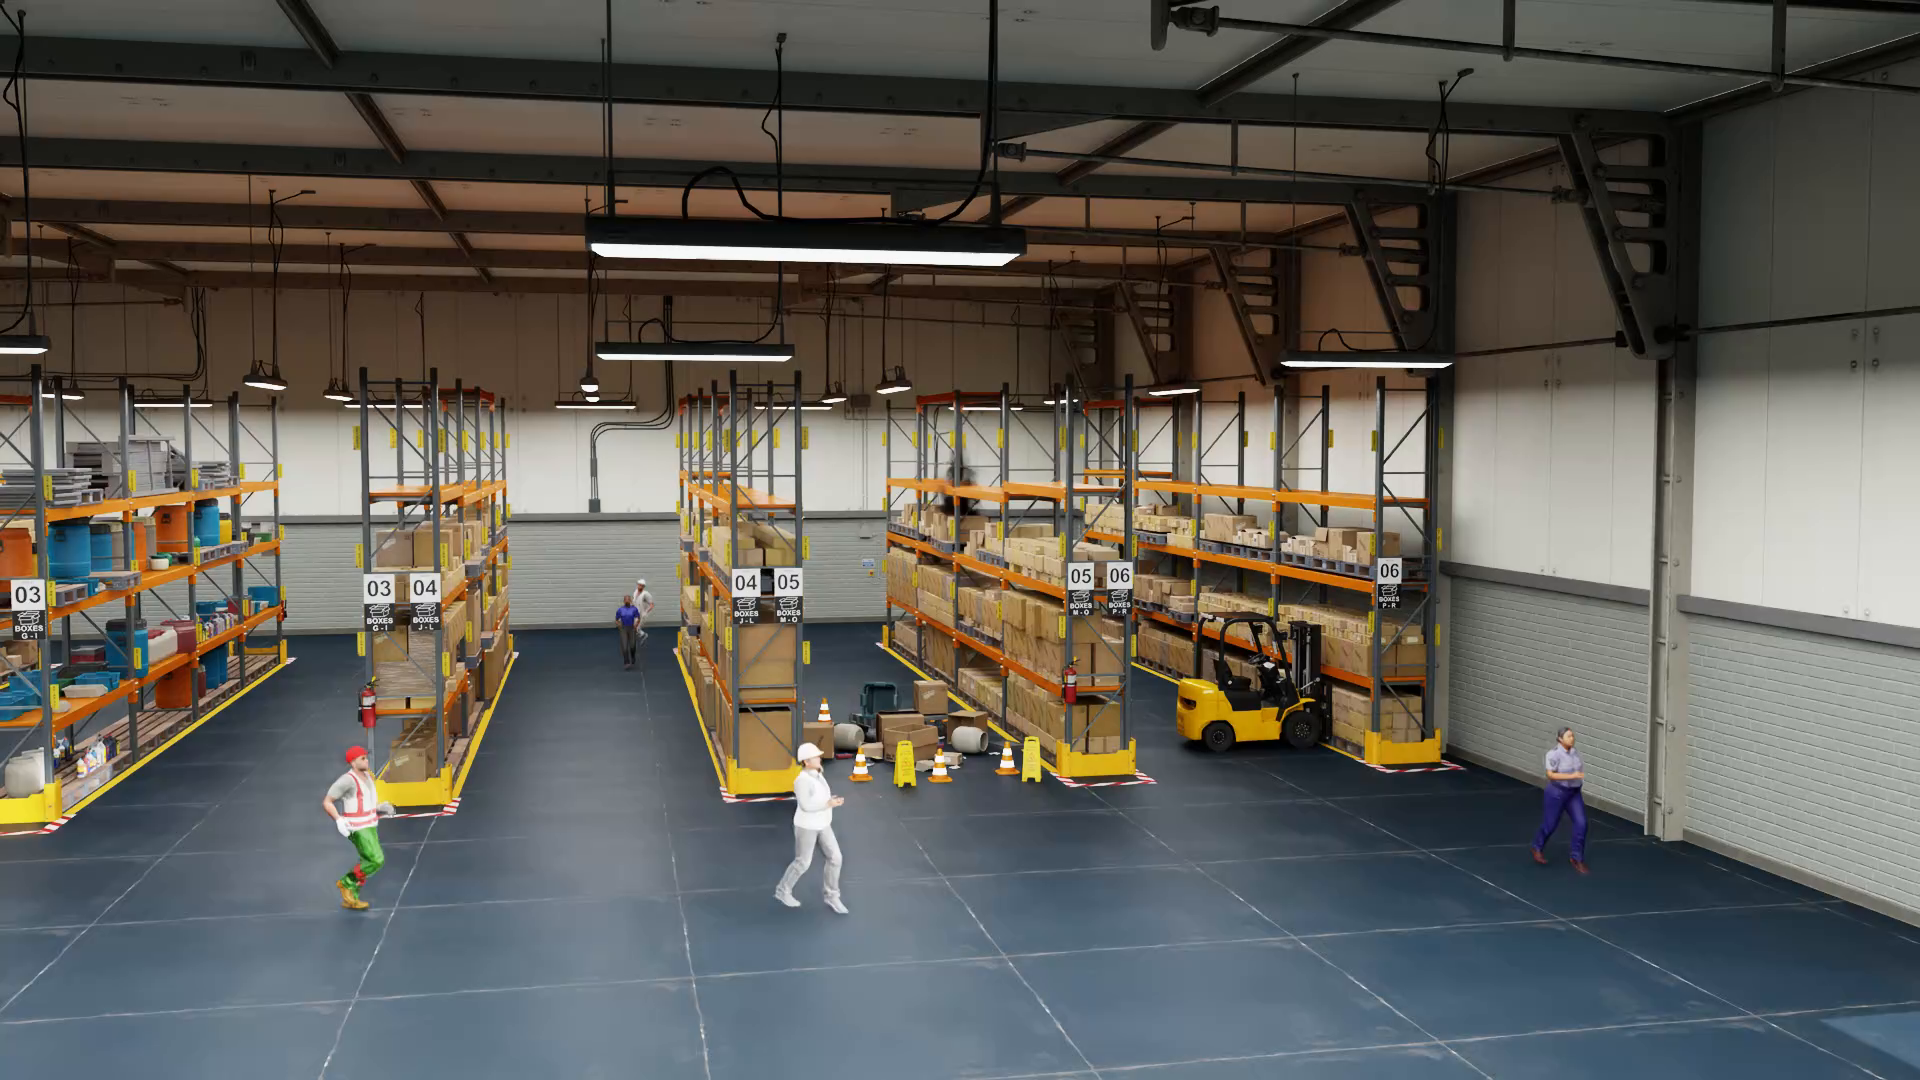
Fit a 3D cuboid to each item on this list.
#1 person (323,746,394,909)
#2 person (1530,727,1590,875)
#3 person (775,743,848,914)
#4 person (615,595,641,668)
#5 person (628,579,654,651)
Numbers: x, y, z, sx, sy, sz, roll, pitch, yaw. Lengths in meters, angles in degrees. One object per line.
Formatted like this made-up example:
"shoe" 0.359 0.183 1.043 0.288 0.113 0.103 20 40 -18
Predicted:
"person" -6.344 3.066 17.722 0.597 1.744 0.646 1 3 10
"person" 7.018 3.037 19.419 0.595 1.700 0.795 -1 4 -23
"person" -1.582 3.060 17.618 0.789 1.830 0.628 1 4 22
"person" -7.320 2.022 36.629 0.571 1.597 0.575 -1 3 -10
"person" -7.617 1.798 39.631 0.704 1.737 0.575 2 4 35
